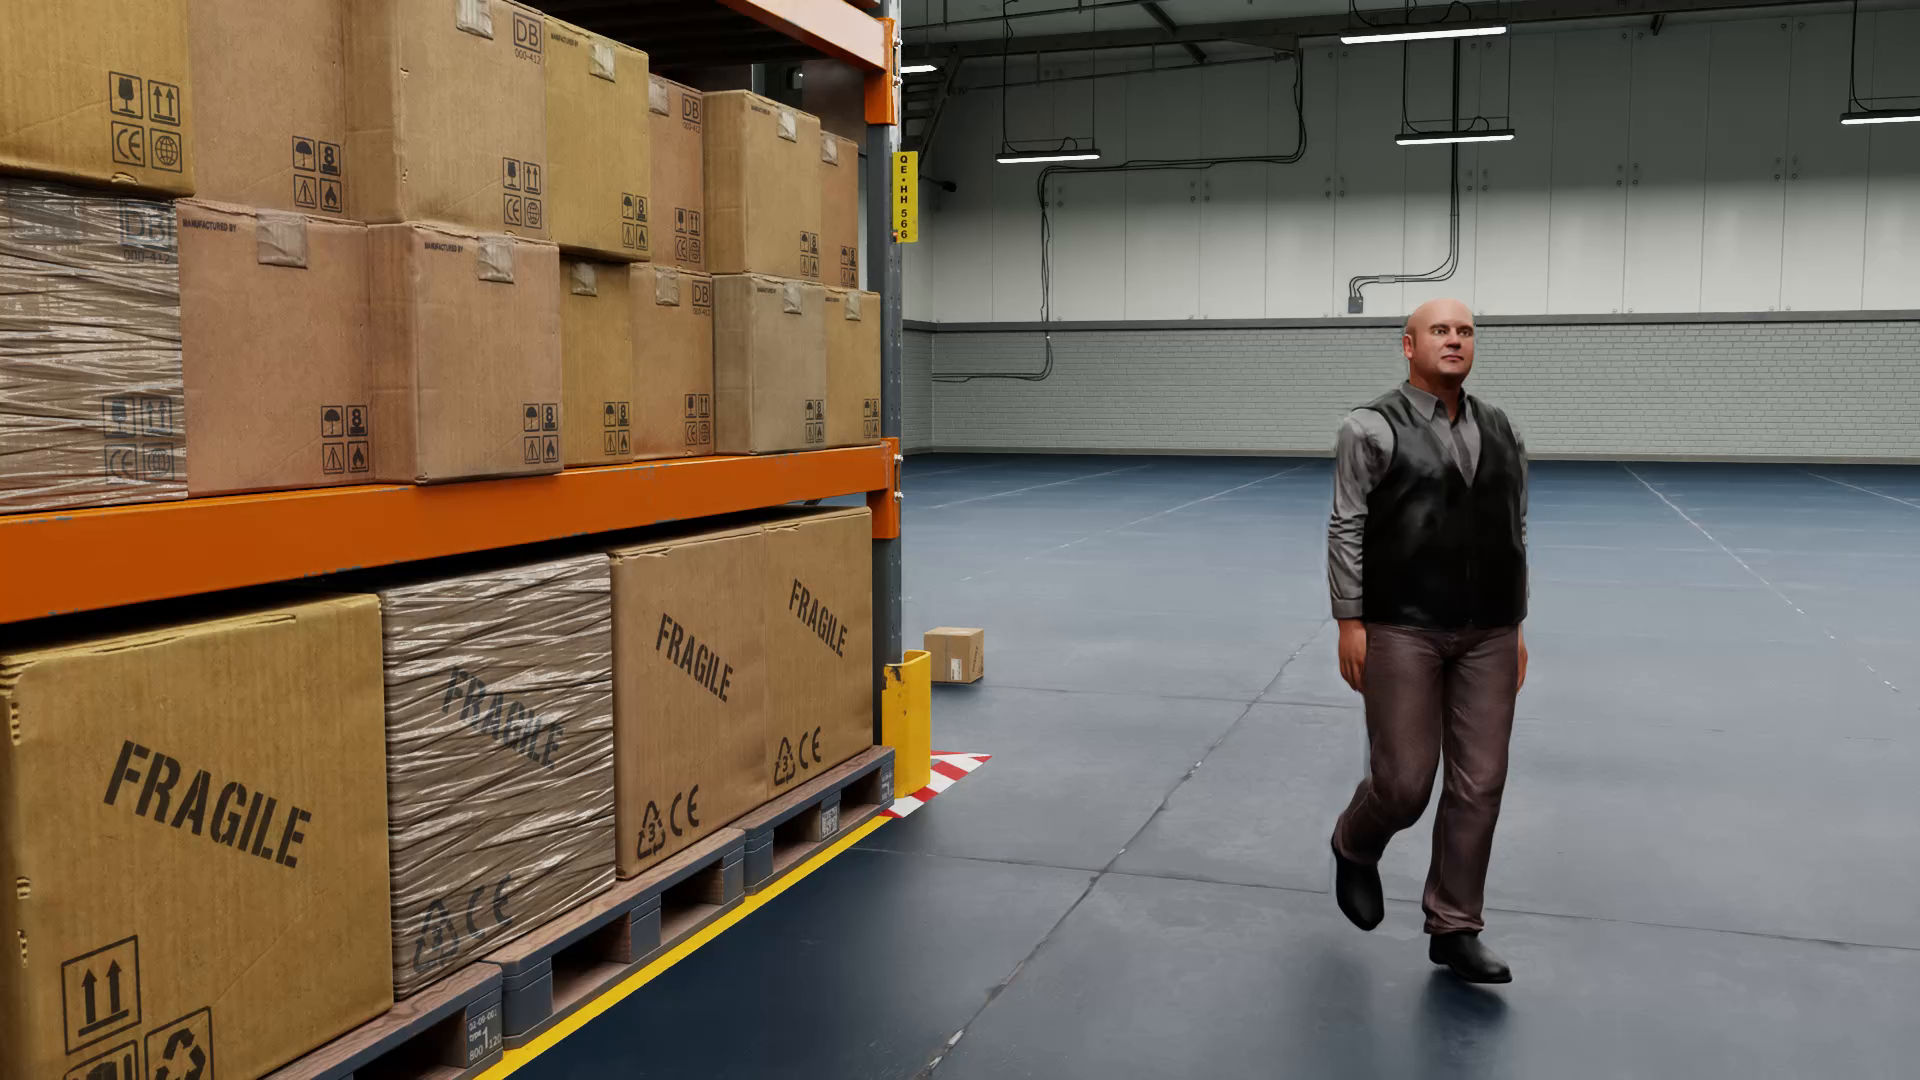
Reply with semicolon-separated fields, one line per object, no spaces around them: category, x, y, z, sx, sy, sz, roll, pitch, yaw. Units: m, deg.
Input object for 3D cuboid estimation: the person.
person;1.206;0.238;4.281;0.540;1.710;0.591;-1;5;-11
